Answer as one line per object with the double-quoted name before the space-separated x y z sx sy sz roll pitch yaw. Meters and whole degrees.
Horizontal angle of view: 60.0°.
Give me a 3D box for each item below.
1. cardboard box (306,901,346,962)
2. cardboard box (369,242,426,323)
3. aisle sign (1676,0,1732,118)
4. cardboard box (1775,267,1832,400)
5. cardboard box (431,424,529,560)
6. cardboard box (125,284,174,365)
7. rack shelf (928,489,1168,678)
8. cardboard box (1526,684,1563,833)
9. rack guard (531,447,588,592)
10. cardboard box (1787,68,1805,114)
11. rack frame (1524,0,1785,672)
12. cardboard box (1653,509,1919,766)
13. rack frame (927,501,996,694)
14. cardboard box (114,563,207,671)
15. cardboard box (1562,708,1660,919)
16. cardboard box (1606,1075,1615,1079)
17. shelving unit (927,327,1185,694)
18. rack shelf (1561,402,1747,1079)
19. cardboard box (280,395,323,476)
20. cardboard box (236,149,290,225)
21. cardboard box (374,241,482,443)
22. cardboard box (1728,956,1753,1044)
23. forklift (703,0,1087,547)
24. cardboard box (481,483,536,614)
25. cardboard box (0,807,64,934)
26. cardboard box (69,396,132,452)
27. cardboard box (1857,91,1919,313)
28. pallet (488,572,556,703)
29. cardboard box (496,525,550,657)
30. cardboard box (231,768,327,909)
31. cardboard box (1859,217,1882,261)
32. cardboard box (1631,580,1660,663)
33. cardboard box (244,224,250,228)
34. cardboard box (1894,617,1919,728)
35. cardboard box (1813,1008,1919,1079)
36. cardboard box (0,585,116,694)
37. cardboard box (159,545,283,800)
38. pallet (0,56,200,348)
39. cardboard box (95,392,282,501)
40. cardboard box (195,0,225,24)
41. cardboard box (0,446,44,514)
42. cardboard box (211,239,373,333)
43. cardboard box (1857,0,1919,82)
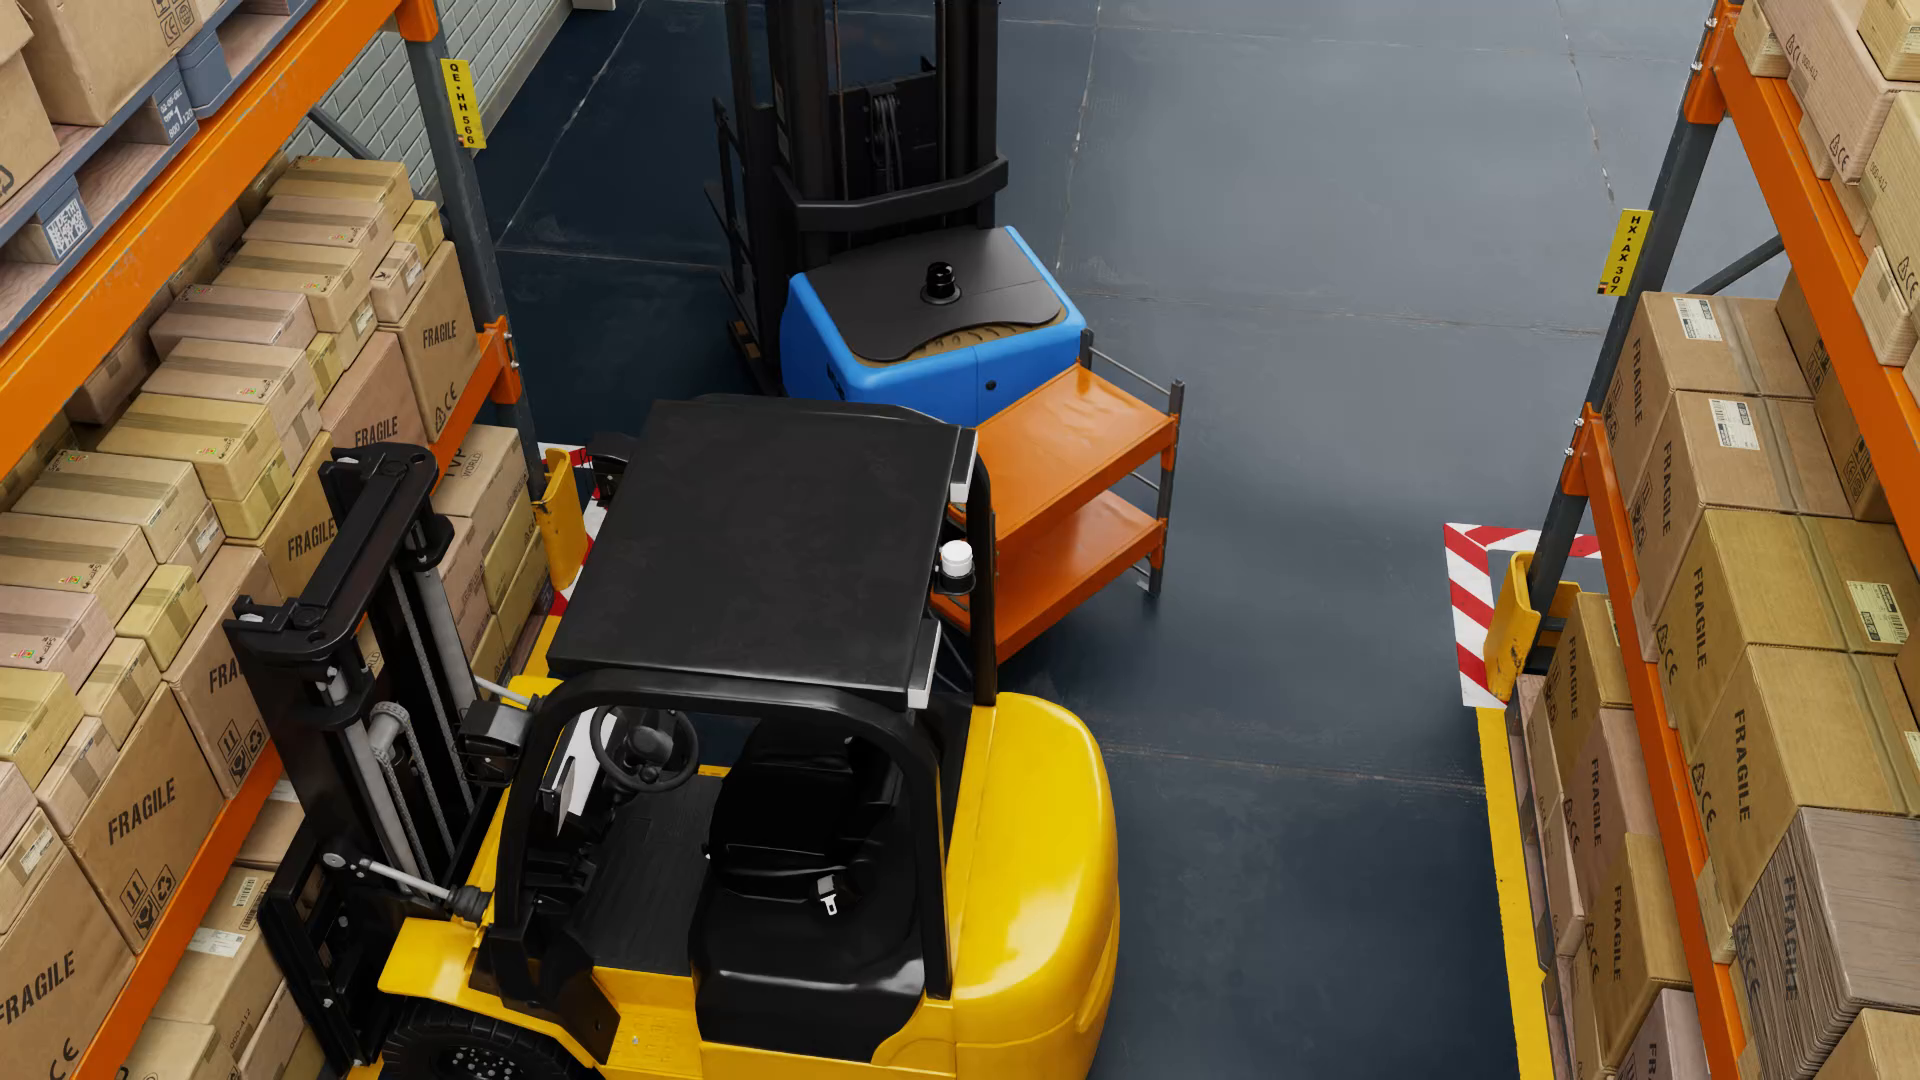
"cardboard box" -2.160 1.040 5.301 0.500 0.250 0.500 5 44 5
"cardboard box" -1.984 -0.853 5.425 0.380 0.149 0.250 6 44 6
"aisle sign" 2.410 -1.586 4.853 0.394 0.787 0.004 5 44 6
"cardboard box" 2.858 -0.711 4.803 0.700 0.500 0.500 4 44 4
"cardboard box" -1.963 -0.195 6.242 0.500 0.250 0.500 7 44 7
"cardboard box" -2.604 -0.667 5.012 0.380 0.149 0.250 5 44 6
"rack shelf" 0.297 0.130 6.650 1.000 0.278 0.538 -34 53 -31
"cardboard box" 2.329 0.799 5.919 0.500 0.250 0.500 5 44 5
"rack guard" -2.208 -0.129 7.023 1.175 0.500 0.348 5 44 6
"cardboard box" 2.398 -1.186 4.322 0.380 0.149 0.250 4 44 4
"rack frame" 2.709 -0.572 5.672 1.000 3.000 0.127 5 44 6
"cardboard box" 2.240 0.282 4.481 0.500 0.500 0.500 4 44 5
"rack frame" -0.063 0.199 6.222 0.032 1.125 0.500 -34 53 -31
"cardboard box" -2.213 0.189 4.325 0.380 0.149 0.250 4 44 5
"cardboard box" 2.261 0.900 5.267 0.500 0.500 0.500 4 44 4
"cardboard box" 2.125 1.863 4.795 0.500 0.250 0.500 6 44 6
"shelving unit" 0.297 -0.048 6.482 1.048 1.125 0.538 -34 53 -31
"rack shelf" 2.445 1.053 4.480 1.077 0.370 4.000 5 44 6
"cardboard box" -2.111 -0.328 4.870 0.380 0.149 0.250 4 44 4
"cardboard box" -2.467 -1.191 5.565 0.380 0.149 0.250 4 44 5
"cardboard box" -2.016 -0.697 5.732 0.500 0.500 0.500 4 44 5
"cardboard box" 2.115 1.135 4.053 0.380 0.149 0.250 5 44 5
"forklift" -0.501 -1.963 7.191 1.130 2.935 3.031 -16 46 -16
"cardboard box" -1.966 0.004 6.395 0.500 0.250 0.500 5 44 5
"cardboard box" -2.292 0.722 3.761 0.380 0.149 0.250 6 44 6
"cardboard box" -2.721 -0.398 4.944 0.380 0.149 0.250 6 44 6
"cardboard box" 2.259 -0.699 3.518 0.500 0.250 0.500 6 44 7
"pallet" -2.271 0.517 6.550 1.003 0.211 1.213 5 44 6
"cardboard box" -1.960 0.175 6.578 0.500 0.250 0.500 6 44 6
"cardboard box" -2.156 0.843 5.145 0.500 0.250 0.500 4 44 5
"cardboard box" 2.289 -0.656 3.763 0.380 0.149 0.250 4 44 4
"cardboard box" 2.245 0.248 4.989 0.380 0.149 0.250 6 44 6
"cardboard box" -2.513 -1.085 5.669 0.380 0.149 0.250 4 44 4
"cardboard box" 2.615 0.317 3.717 0.700 0.500 0.500 5 44 5
"cardboard box" 2.054 1.333 3.371 0.500 0.500 0.500 7 44 7
"cardboard box" -2.312 0.251 4.043 0.380 0.149 0.250 5 44 5
"cardboard box" -2.217 0.348 4.628 0.500 0.500 0.500 6 44 6
"pallet" -2.489 -0.764 3.758 1.003 0.211 1.213 5 44 6
"cardboard box" -2.119 -0.258 4.580 0.380 0.149 0.250 6 44 6
"cardboard box" -2.053 -1.484 4.174 0.396 0.266 0.258 5 44 6
"cardboard box" -2.700 -0.139 4.454 0.380 0.149 0.250 5 44 6
"cardboard box" -2.059 -0.785 5.137 0.380 0.149 0.250 6 44 6
"cardboard box" 2.241 -1.133 3.686 0.380 0.149 0.250 5 44 5
